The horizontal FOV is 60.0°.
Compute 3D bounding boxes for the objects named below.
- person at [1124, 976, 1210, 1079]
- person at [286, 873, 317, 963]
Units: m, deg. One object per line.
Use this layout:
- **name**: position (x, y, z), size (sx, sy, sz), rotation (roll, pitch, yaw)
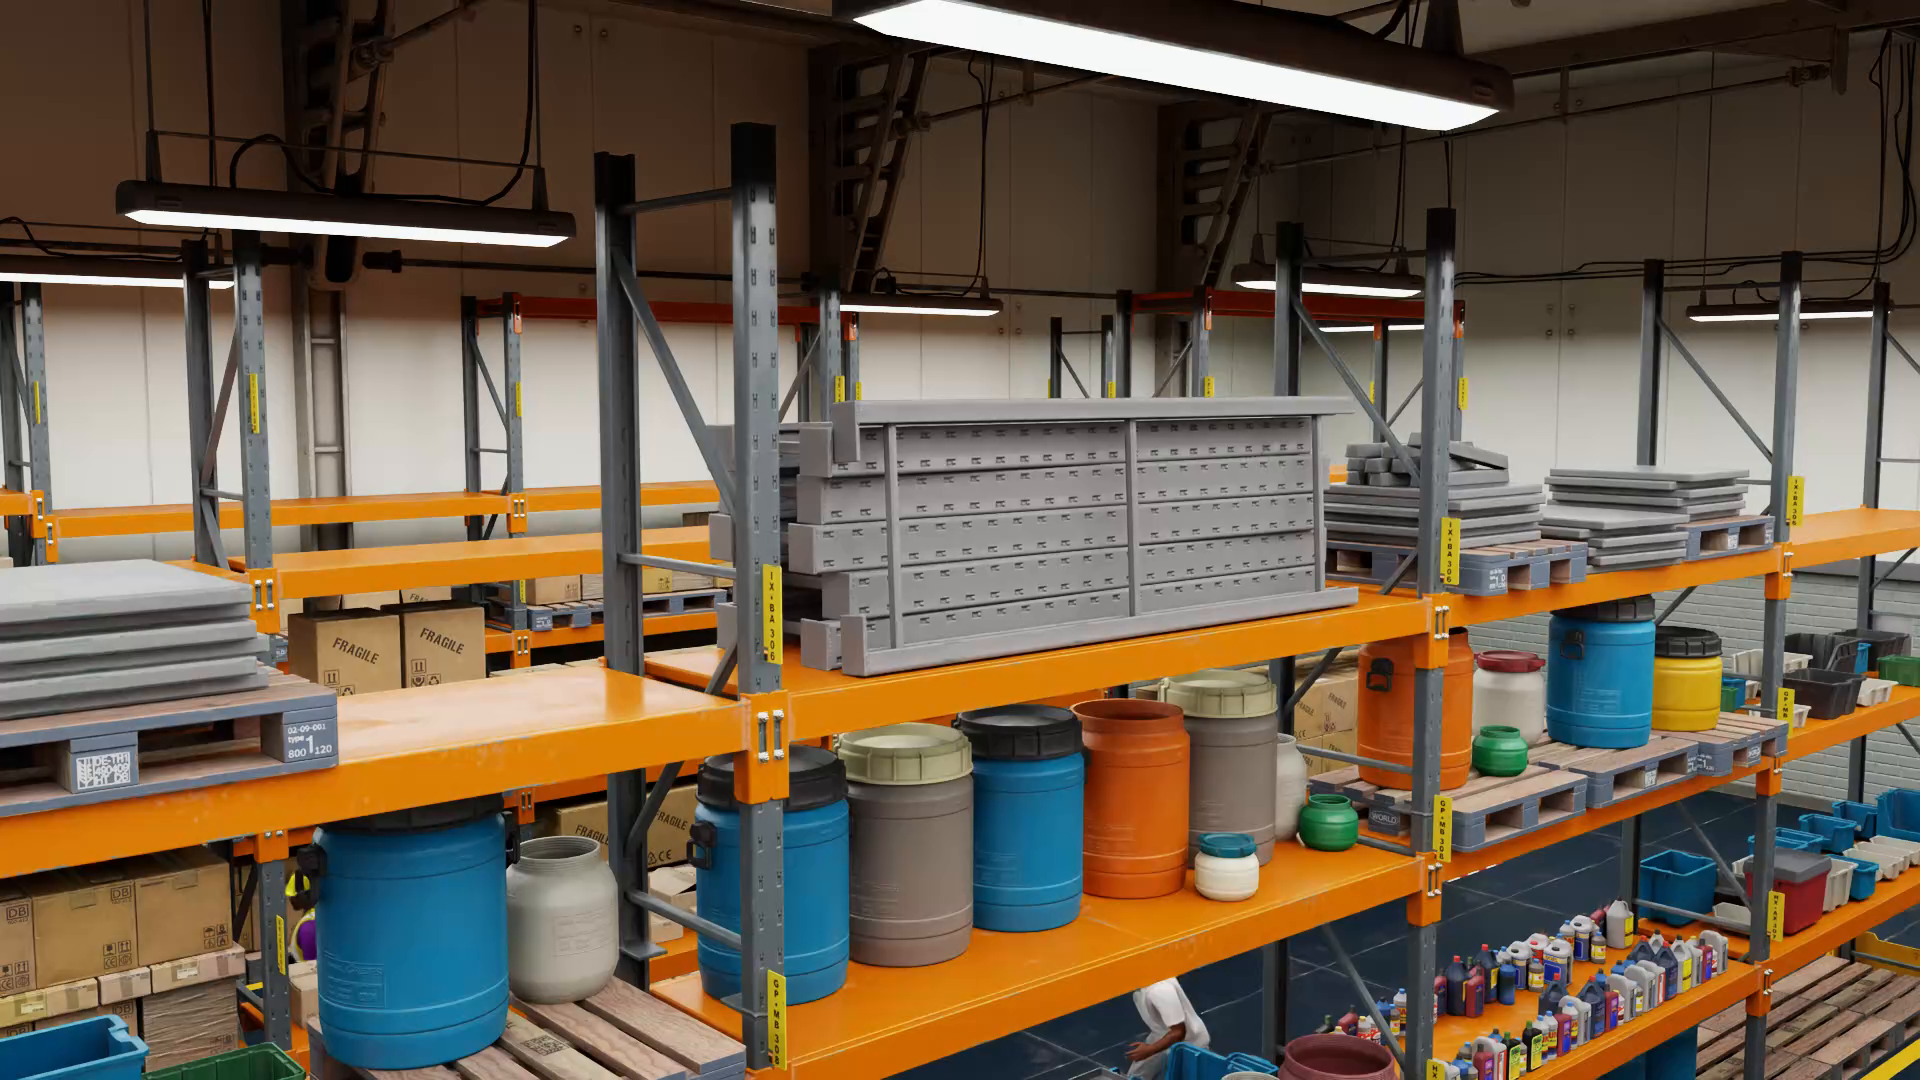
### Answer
- **person**: position (1.479, 3.308, 10.944), size (1.115, 1.587, 0.702), rotation (-2, 6, -21)
- **person**: position (-4.573, 3.177, 11.905), size (0.766, 1.760, 0.765), rotation (-1, 5, -6)
